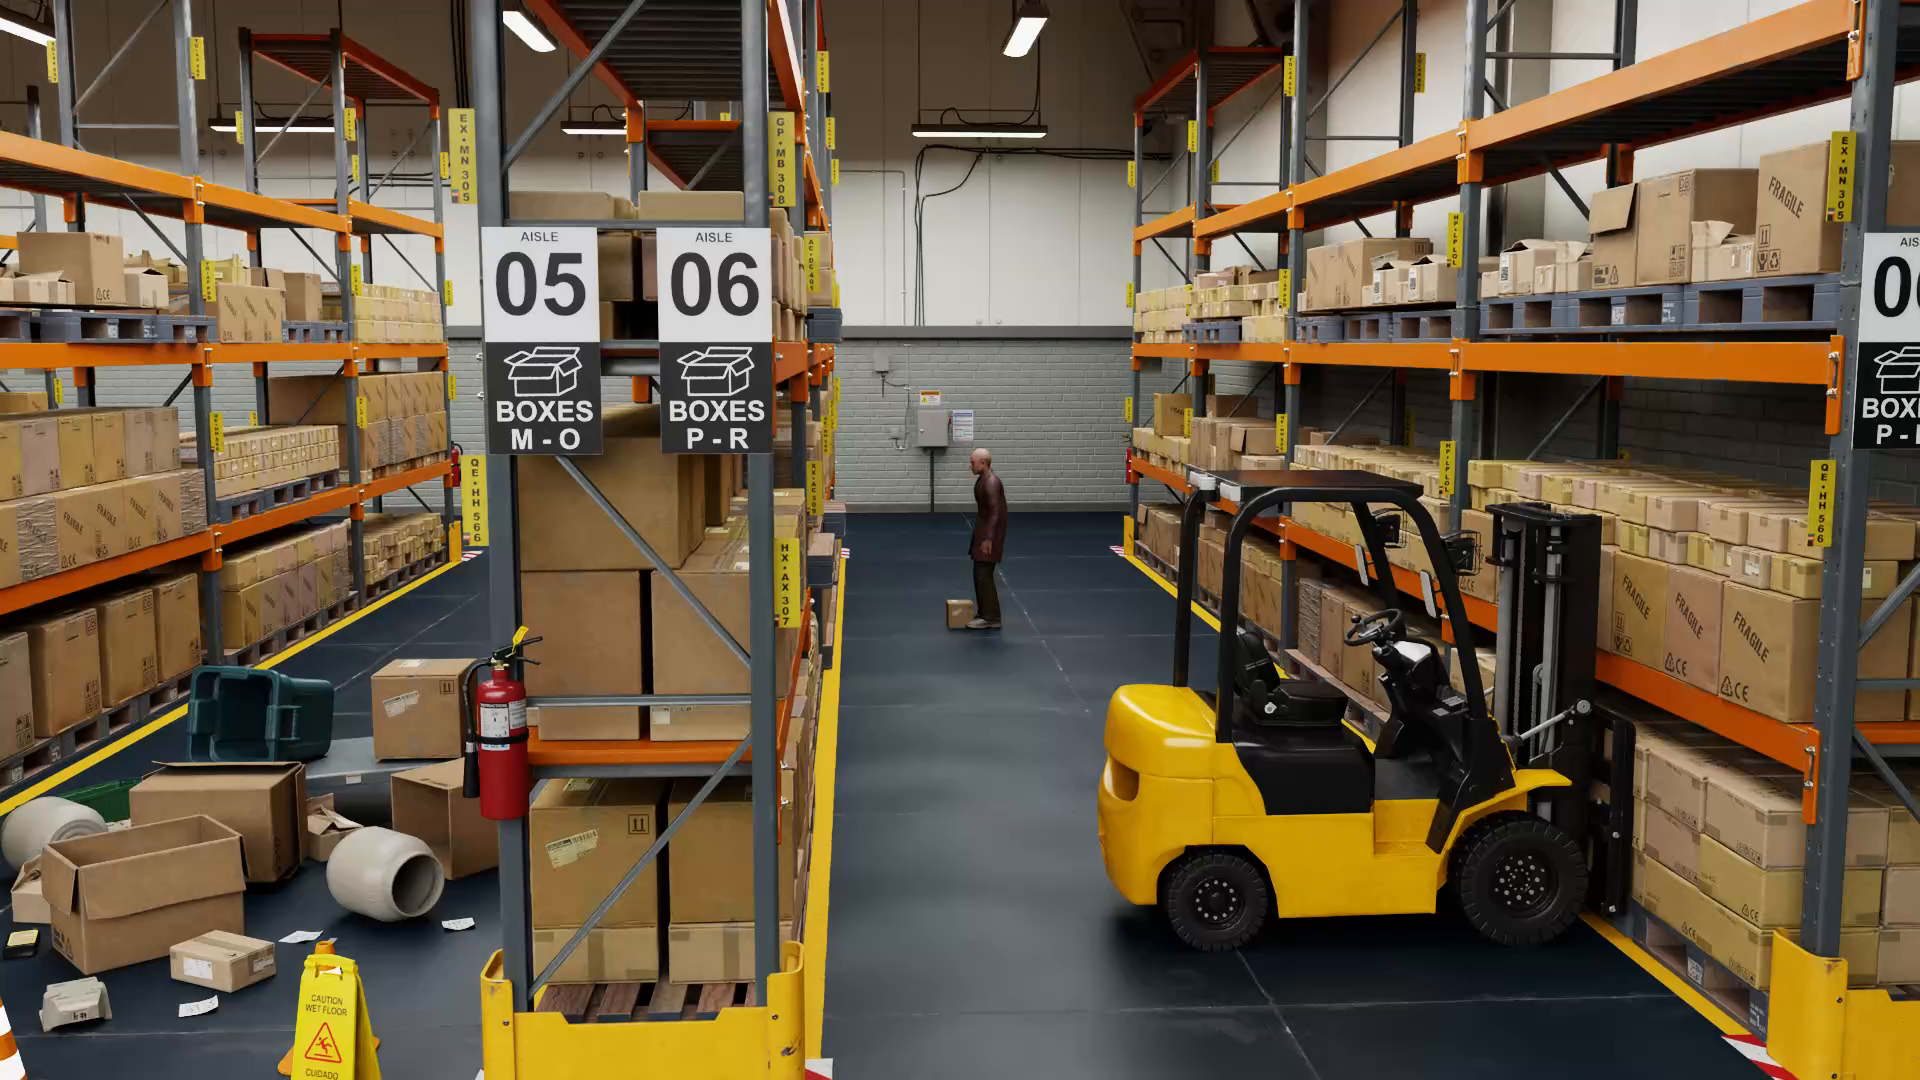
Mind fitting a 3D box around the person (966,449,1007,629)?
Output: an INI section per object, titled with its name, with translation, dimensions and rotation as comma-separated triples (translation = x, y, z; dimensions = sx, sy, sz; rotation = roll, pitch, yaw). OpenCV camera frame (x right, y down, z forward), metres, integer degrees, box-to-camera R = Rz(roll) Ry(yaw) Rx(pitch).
[person]
translation = 0.251, -0.022, 16.491
dimensions = 0.429, 1.772, 0.643
rotation = -1, 7, -7
